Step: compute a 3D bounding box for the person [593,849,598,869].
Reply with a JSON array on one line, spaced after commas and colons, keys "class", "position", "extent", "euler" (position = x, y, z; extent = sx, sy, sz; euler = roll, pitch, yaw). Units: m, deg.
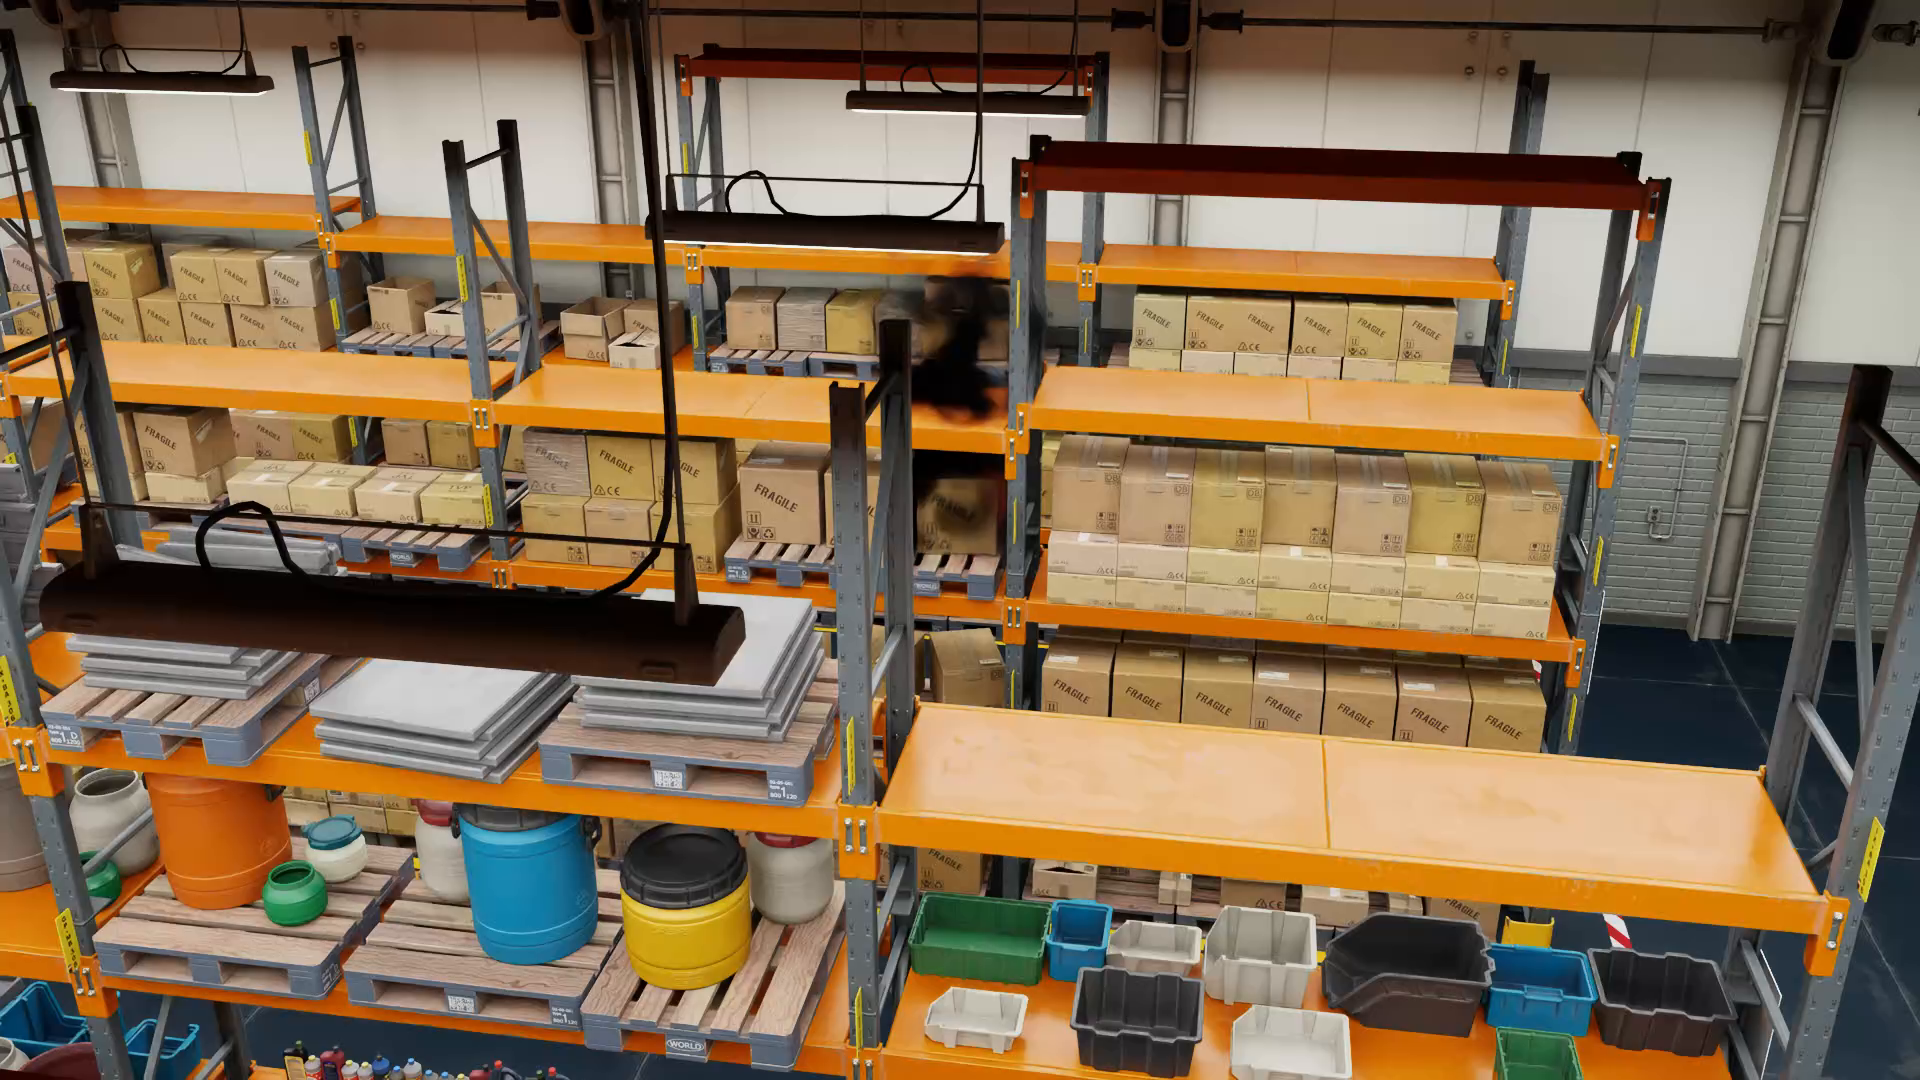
[{"class": "person", "position": [-2.640, 2.501, 11.609], "extent": [0.732, 1.755, 0.563], "euler": [2, 23, 6]}]
